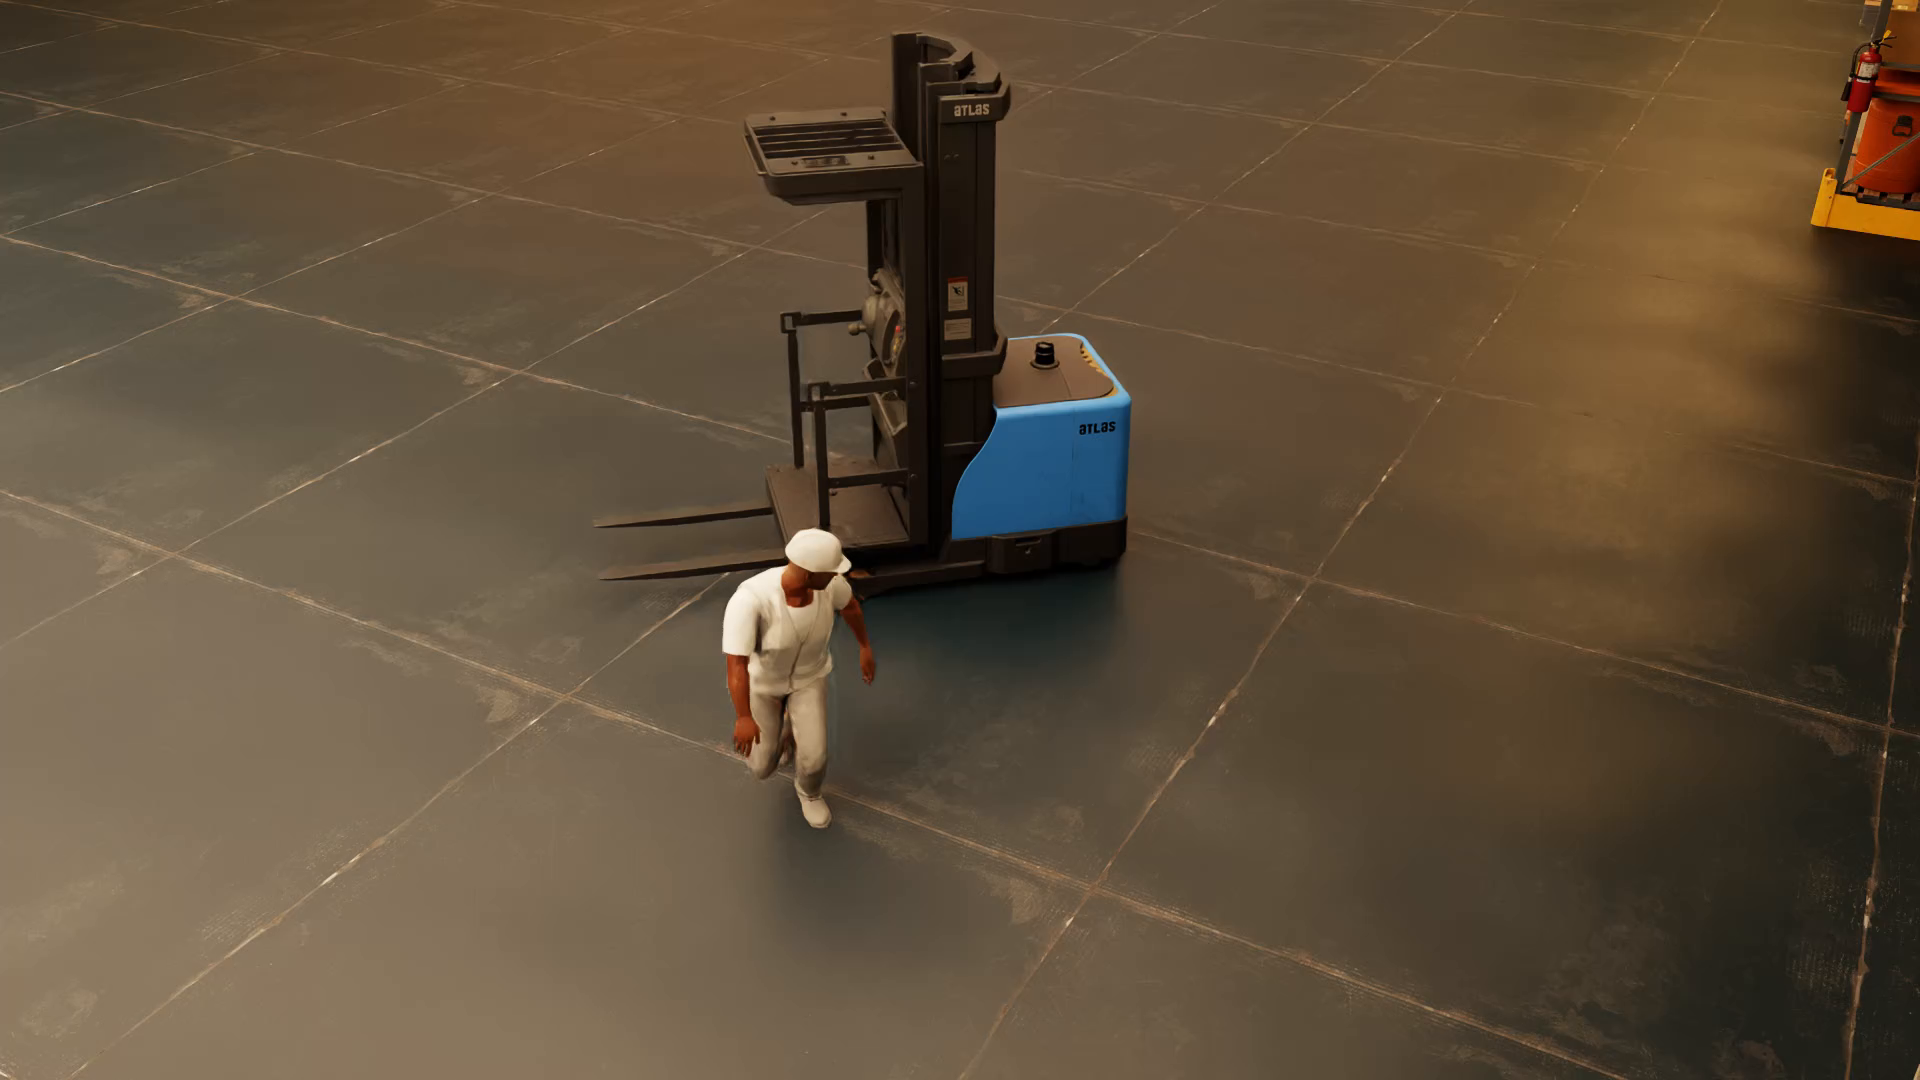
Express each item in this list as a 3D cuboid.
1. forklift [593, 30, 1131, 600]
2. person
[{"bbox_3d":[-0.603,-1.197,9.145,3.031,2.935,1.130,-7,31,-12],"label":"forklift"},{"bbox_3d":[-0.725,0.555,7.525,0.732,1.547,0.722,-8,31,-14],"label":"person"}]
